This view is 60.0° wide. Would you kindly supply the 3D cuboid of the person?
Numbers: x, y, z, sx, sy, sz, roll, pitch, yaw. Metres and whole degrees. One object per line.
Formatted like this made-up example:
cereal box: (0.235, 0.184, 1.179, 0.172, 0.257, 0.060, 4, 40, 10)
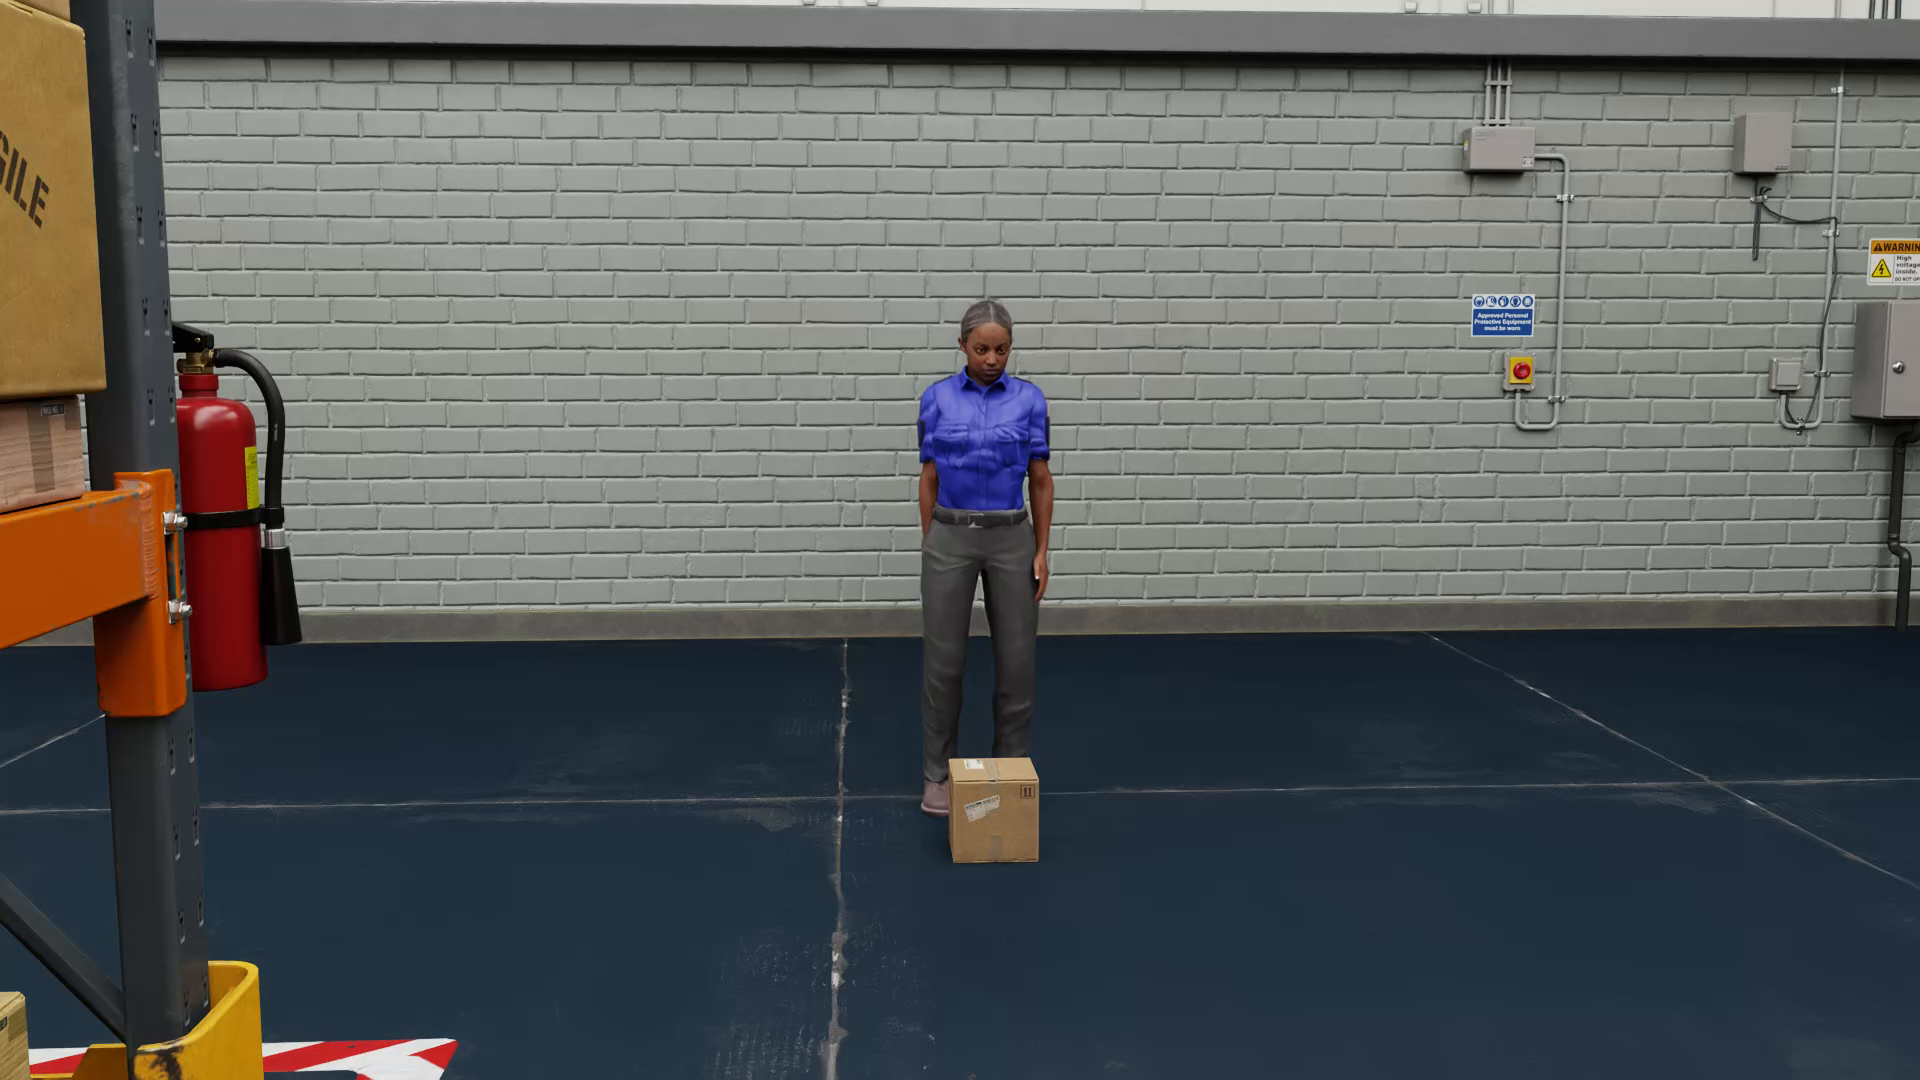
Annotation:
person: (0.083, 0.058, 5.371, 0.441, 1.650, 0.305, 0, 7, -3)
